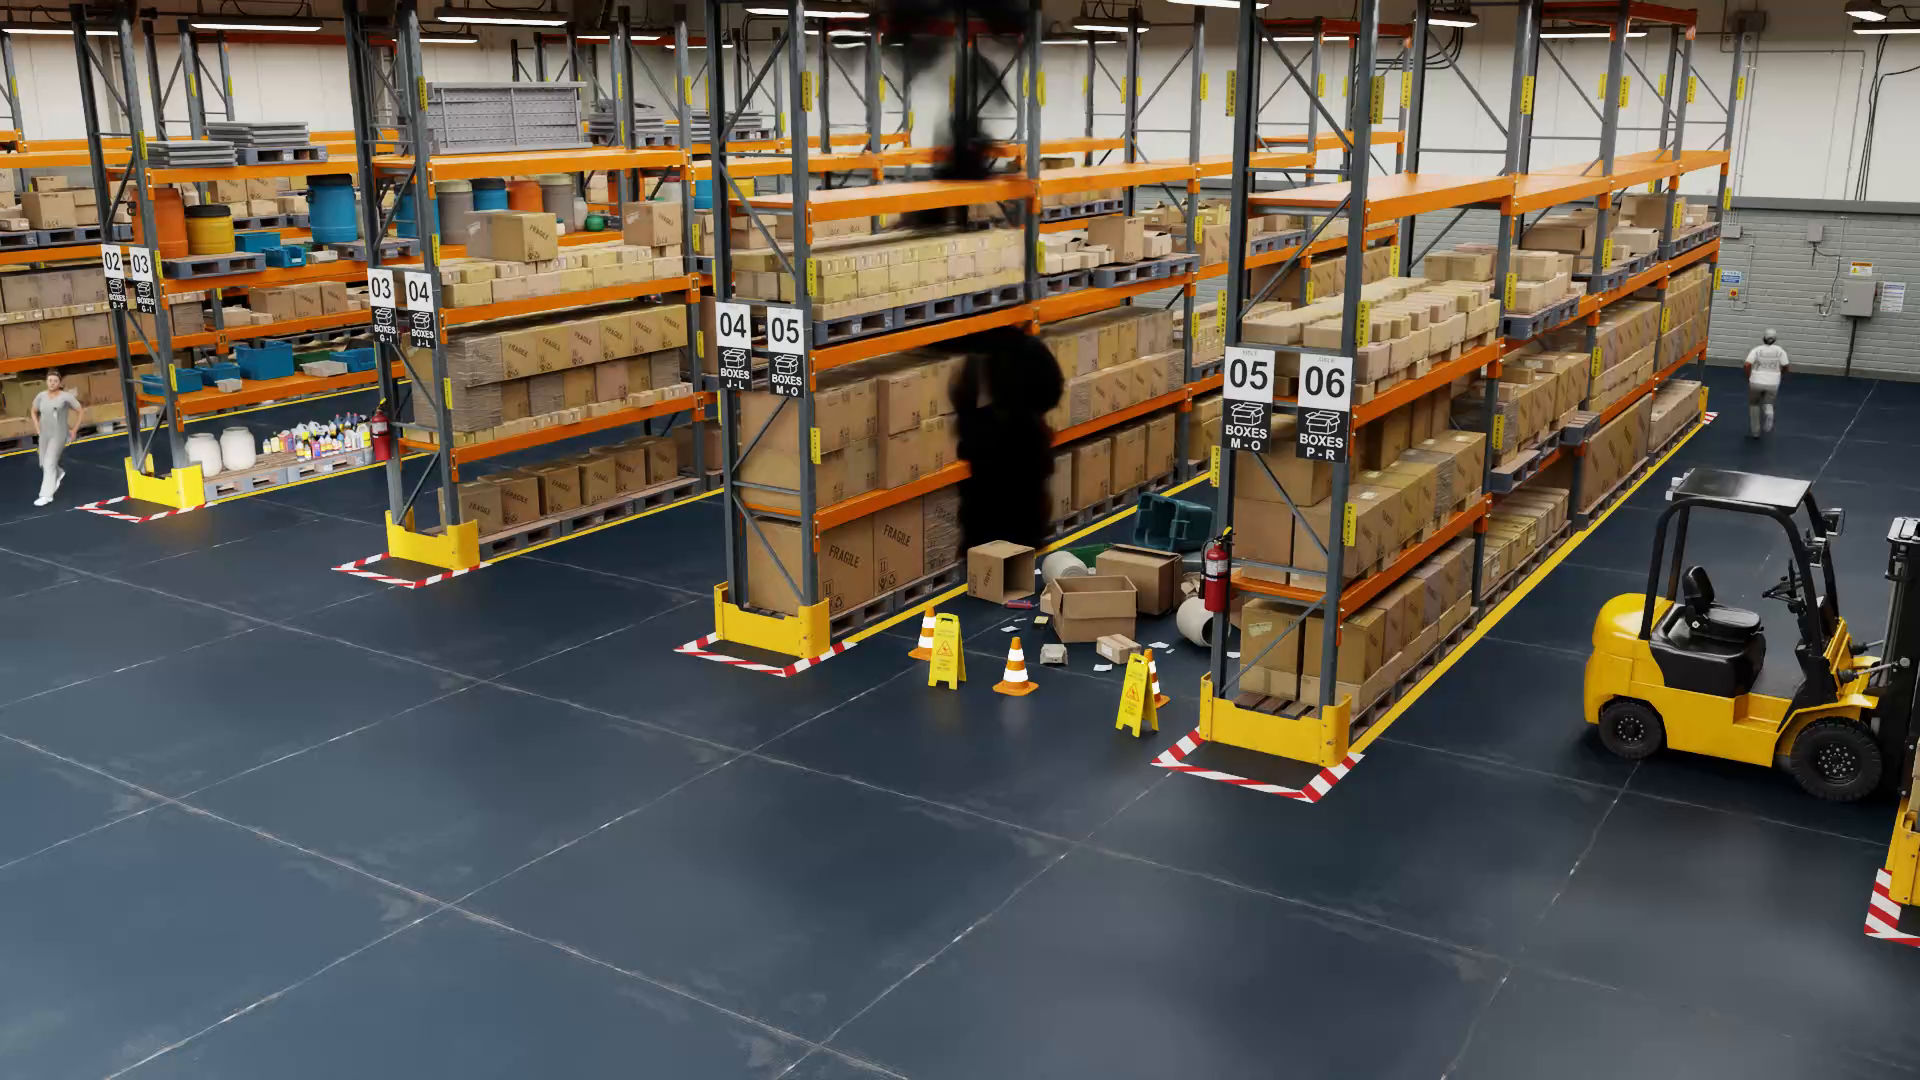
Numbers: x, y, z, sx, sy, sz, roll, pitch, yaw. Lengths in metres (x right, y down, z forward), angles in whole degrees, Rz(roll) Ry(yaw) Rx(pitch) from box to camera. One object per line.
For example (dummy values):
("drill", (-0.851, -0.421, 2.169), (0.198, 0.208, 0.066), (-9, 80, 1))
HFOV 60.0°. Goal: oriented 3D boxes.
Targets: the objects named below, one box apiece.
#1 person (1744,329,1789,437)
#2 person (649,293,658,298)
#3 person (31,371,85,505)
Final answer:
("person", (11.812, -2.288, 24.440), (0.608, 1.623, 0.607), (5, 16, 18))
("person", (-5.863, -4.393, 32.125), (0.520, 1.510, 0.855), (7, 17, 25))
("person", (-11.318, -1.318, 20.884), (0.637, 1.639, 0.811), (-1, 16, -3))
